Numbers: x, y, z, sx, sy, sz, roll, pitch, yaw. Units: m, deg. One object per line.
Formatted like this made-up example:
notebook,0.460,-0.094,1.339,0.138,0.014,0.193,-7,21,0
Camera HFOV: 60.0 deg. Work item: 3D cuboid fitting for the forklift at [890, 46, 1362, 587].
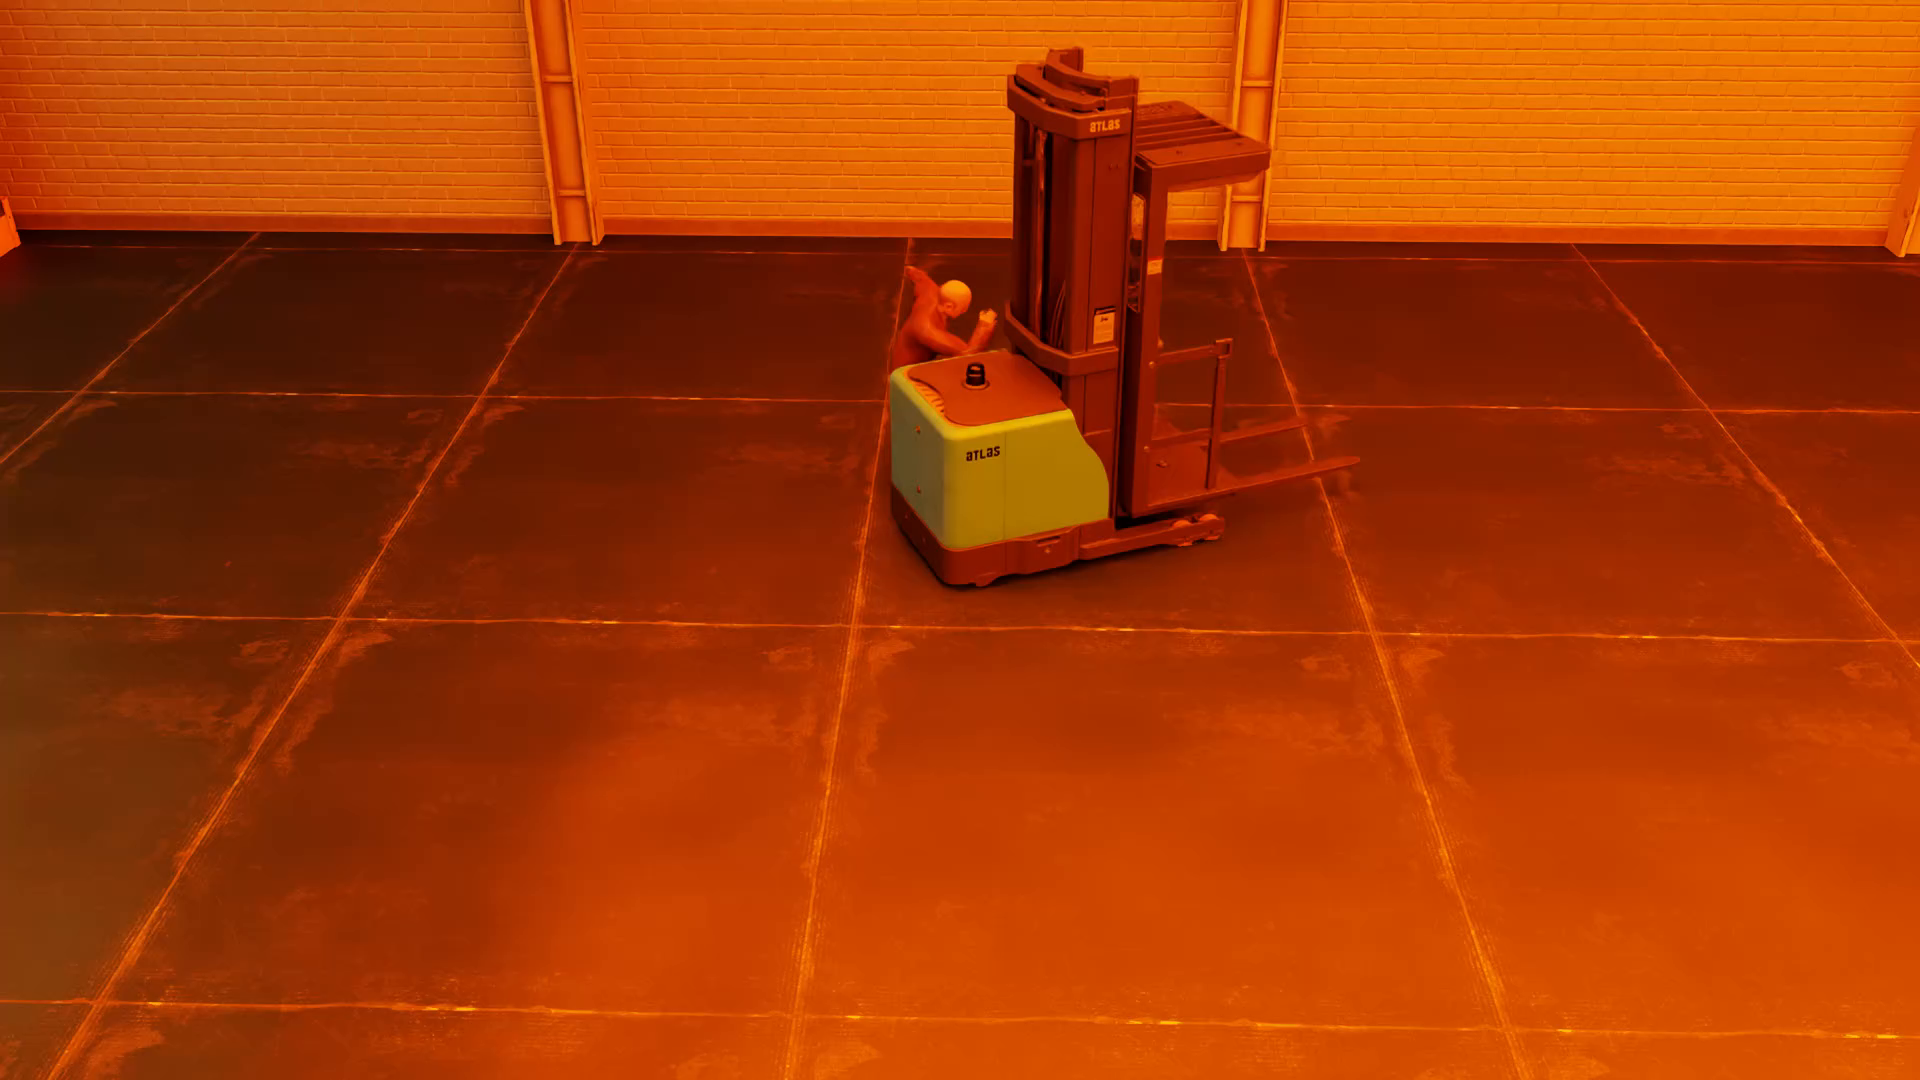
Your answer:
forklift,1.123,-1.456,10.083,3.031,2.935,1.130,-12,33,-19

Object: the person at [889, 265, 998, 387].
person,-0.049,-1.121,11.059,0.887,1.435,1.357,5,31,8
